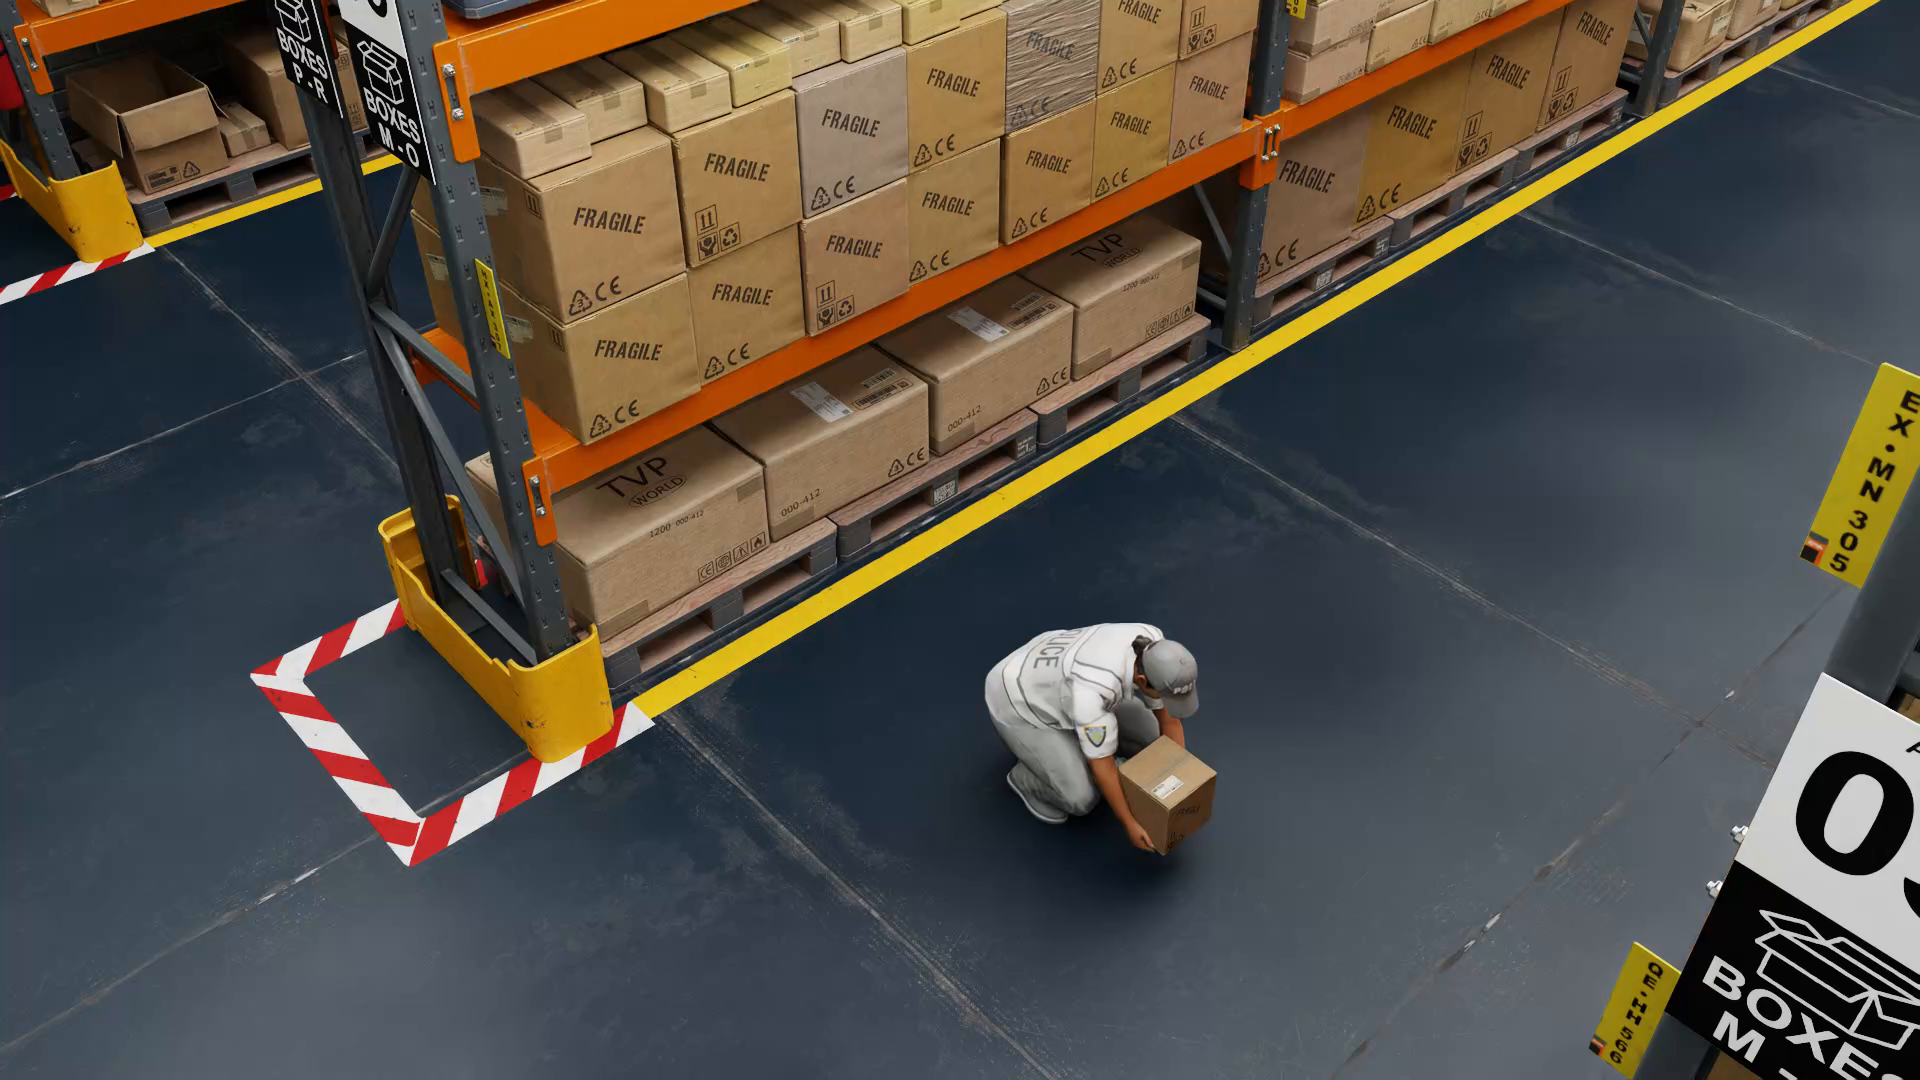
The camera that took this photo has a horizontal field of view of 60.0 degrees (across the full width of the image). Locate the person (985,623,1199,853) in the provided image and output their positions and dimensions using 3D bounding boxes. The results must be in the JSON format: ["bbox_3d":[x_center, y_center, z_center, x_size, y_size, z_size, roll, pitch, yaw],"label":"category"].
[{"bbox_3d":[0.496,0.626,5.979,0.519,0.952,0.860,-31,49,-32],"label":"person"}]
